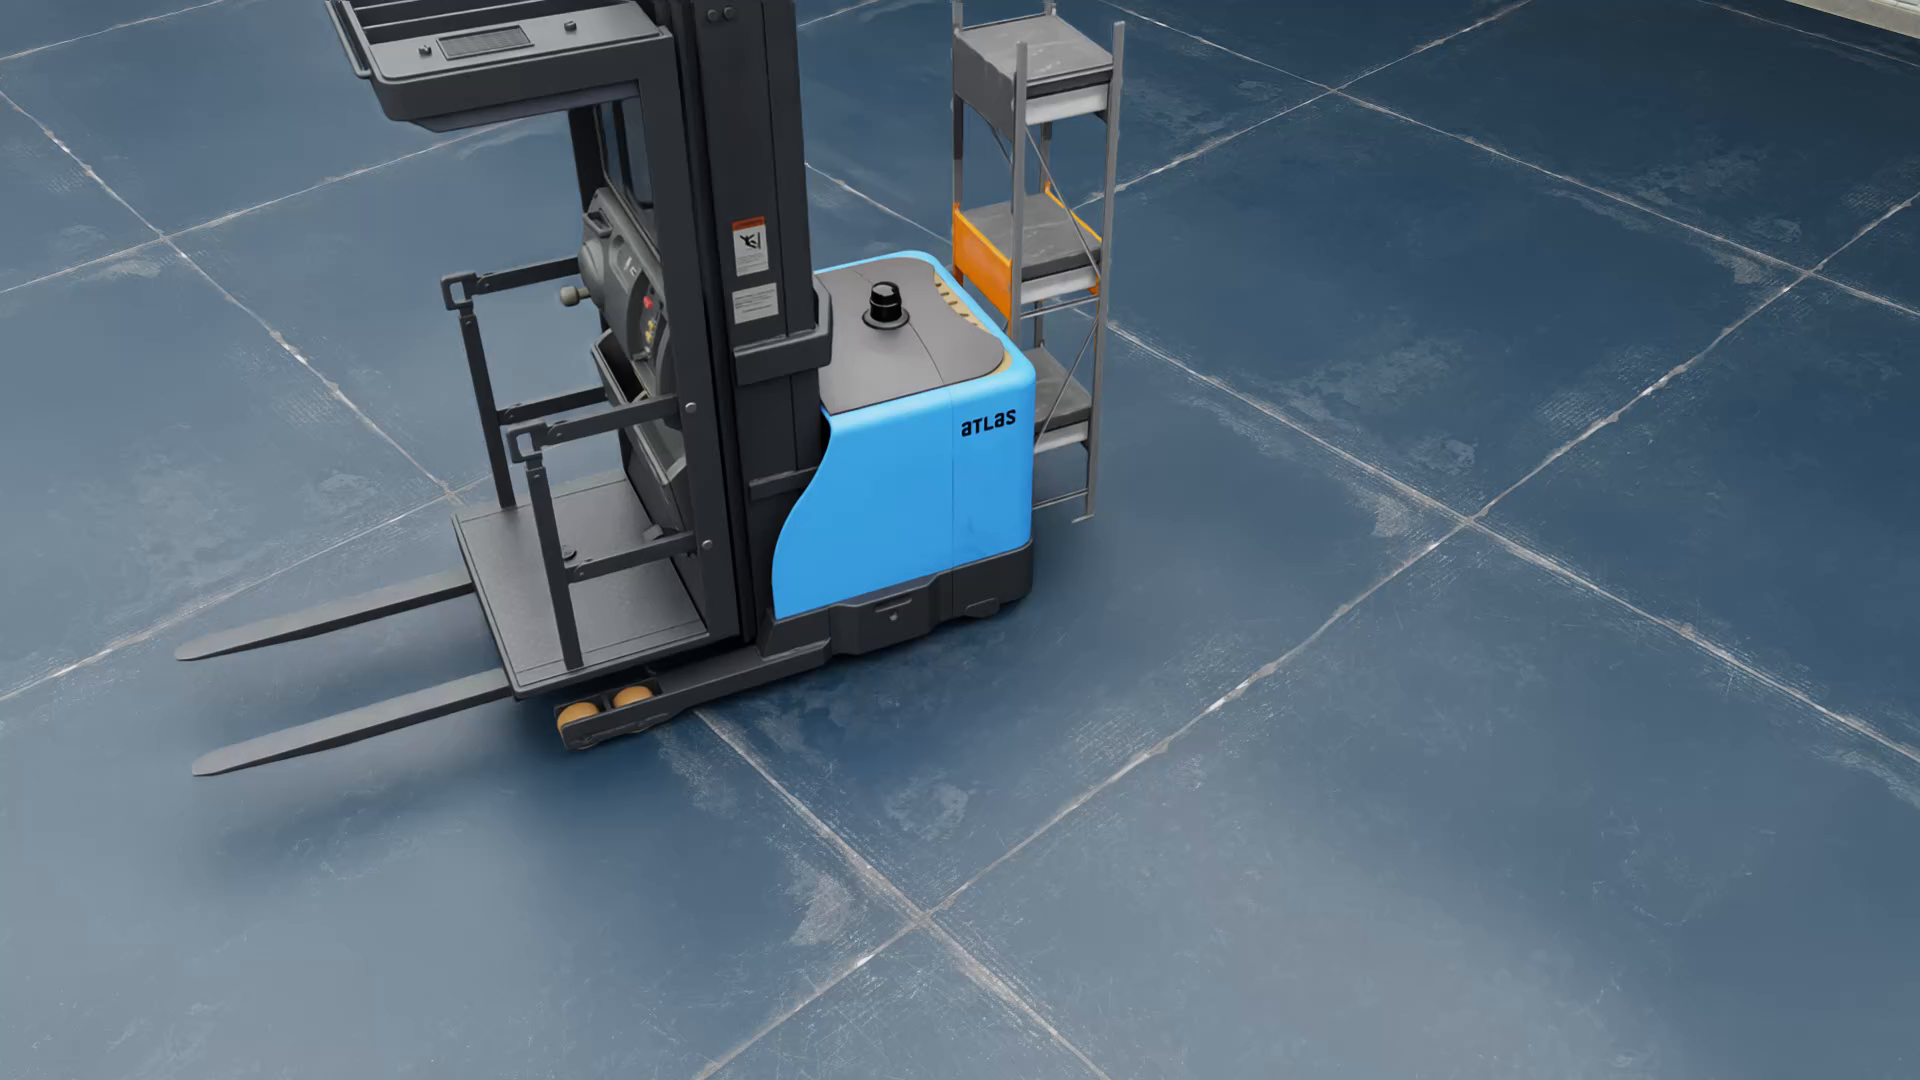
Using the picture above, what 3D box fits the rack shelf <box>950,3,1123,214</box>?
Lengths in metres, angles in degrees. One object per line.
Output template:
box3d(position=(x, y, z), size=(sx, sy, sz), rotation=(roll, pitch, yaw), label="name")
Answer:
box3d(position=(0.262, -1.530, 5.880), size=(0.431, 0.518, 0.480), rotation=(-17, 42, -20), label="rack shelf")

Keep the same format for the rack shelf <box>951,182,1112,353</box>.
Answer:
box3d(position=(0.262, -0.985, 6.320), size=(0.431, 0.518, 0.480), rotation=(-17, 42, -20), label="rack shelf")

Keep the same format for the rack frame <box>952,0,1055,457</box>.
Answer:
box3d(position=(0.156, -1.134, 6.483), size=(0.400, 2.100, 0.015), rotation=(-17, 42, -20), label="rack frame")

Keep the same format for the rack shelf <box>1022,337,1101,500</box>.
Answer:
box3d(position=(0.262, -0.440, 6.760), size=(0.431, 0.518, 0.480), rotation=(-17, 42, -20), label="rack shelf")

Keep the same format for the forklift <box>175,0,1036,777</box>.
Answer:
box3d(position=(-1.278, -0.786, 5.390), size=(3.031, 2.935, 1.130), rotation=(-16, 42, -19), label="forklift")

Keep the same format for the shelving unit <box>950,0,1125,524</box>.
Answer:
box3d(position=(0.262, -0.996, 6.312), size=(0.431, 2.100, 0.503), rotation=(-17, 42, -20), label="shelving unit")

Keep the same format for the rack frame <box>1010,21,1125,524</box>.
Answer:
box3d(position=(0.368, -0.857, 6.141), size=(0.400, 2.100, 0.015), rotation=(-17, 42, -20), label="rack frame")
